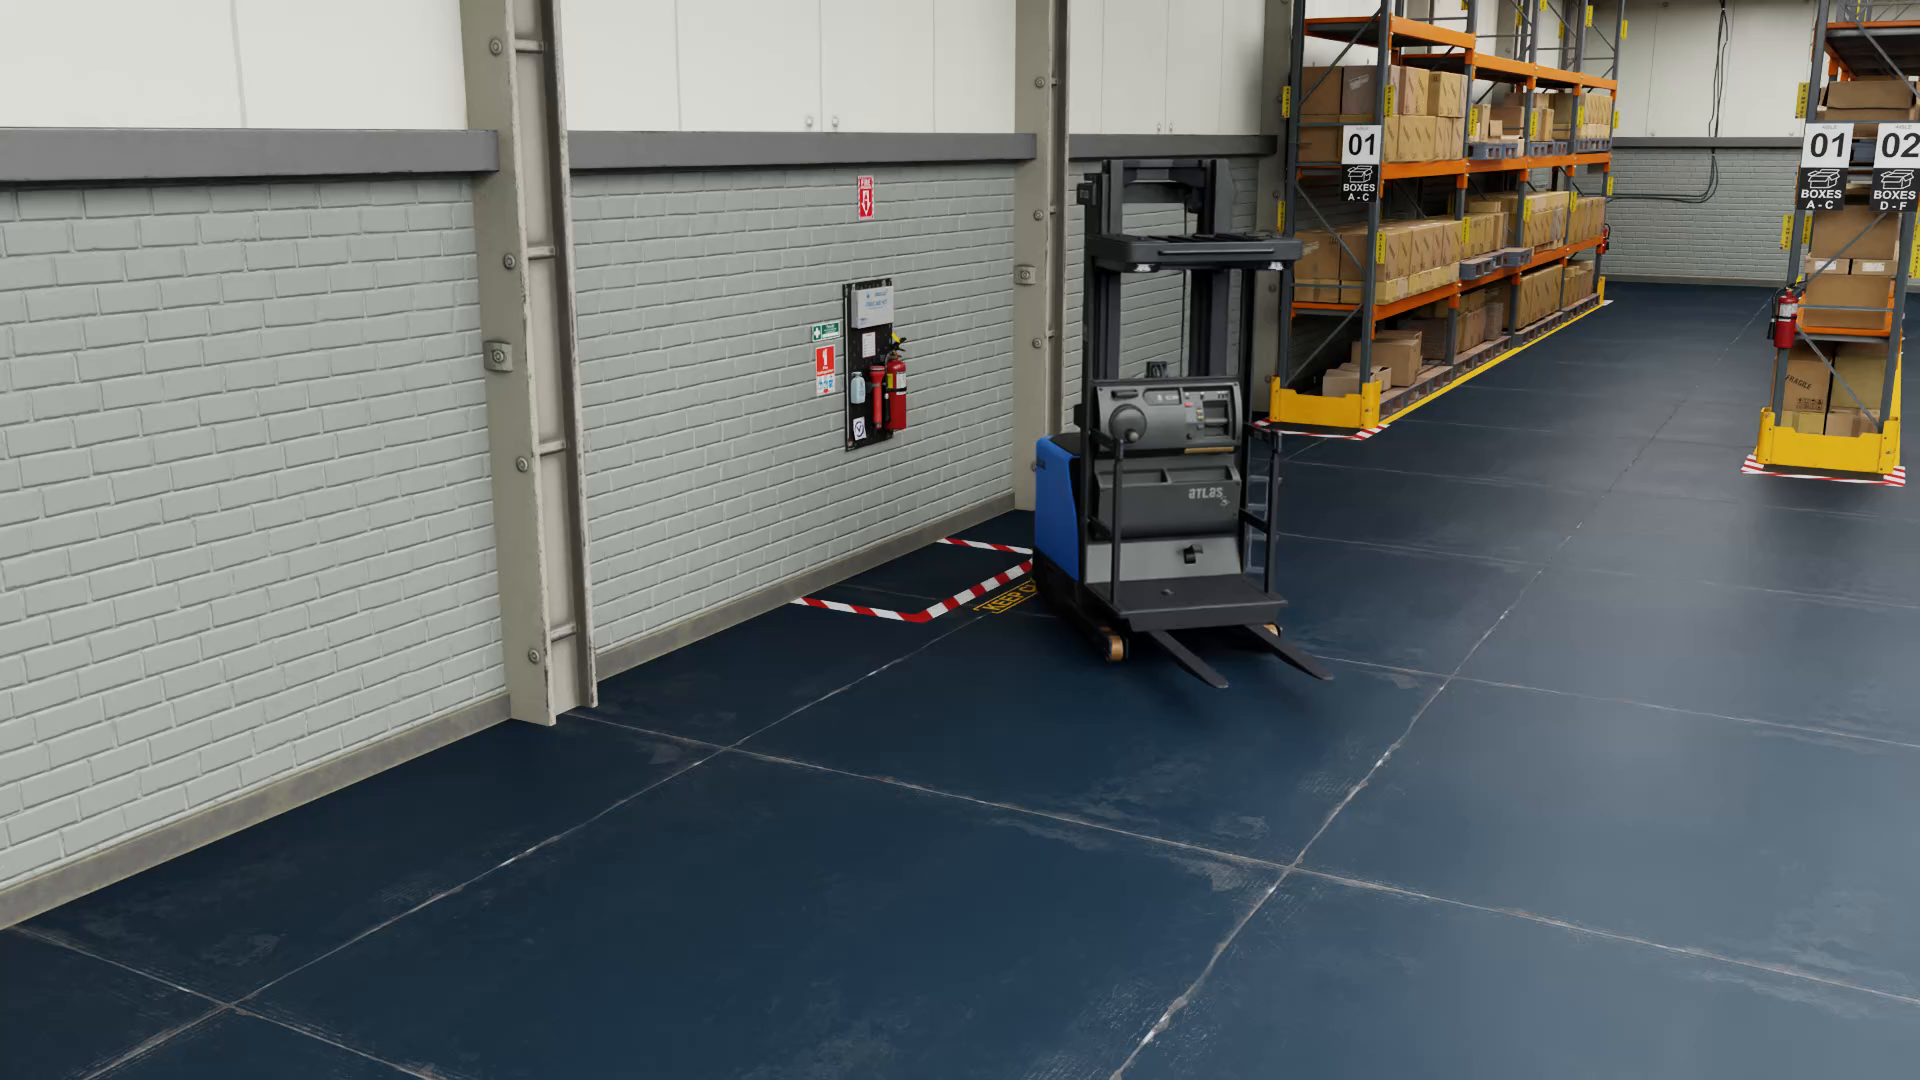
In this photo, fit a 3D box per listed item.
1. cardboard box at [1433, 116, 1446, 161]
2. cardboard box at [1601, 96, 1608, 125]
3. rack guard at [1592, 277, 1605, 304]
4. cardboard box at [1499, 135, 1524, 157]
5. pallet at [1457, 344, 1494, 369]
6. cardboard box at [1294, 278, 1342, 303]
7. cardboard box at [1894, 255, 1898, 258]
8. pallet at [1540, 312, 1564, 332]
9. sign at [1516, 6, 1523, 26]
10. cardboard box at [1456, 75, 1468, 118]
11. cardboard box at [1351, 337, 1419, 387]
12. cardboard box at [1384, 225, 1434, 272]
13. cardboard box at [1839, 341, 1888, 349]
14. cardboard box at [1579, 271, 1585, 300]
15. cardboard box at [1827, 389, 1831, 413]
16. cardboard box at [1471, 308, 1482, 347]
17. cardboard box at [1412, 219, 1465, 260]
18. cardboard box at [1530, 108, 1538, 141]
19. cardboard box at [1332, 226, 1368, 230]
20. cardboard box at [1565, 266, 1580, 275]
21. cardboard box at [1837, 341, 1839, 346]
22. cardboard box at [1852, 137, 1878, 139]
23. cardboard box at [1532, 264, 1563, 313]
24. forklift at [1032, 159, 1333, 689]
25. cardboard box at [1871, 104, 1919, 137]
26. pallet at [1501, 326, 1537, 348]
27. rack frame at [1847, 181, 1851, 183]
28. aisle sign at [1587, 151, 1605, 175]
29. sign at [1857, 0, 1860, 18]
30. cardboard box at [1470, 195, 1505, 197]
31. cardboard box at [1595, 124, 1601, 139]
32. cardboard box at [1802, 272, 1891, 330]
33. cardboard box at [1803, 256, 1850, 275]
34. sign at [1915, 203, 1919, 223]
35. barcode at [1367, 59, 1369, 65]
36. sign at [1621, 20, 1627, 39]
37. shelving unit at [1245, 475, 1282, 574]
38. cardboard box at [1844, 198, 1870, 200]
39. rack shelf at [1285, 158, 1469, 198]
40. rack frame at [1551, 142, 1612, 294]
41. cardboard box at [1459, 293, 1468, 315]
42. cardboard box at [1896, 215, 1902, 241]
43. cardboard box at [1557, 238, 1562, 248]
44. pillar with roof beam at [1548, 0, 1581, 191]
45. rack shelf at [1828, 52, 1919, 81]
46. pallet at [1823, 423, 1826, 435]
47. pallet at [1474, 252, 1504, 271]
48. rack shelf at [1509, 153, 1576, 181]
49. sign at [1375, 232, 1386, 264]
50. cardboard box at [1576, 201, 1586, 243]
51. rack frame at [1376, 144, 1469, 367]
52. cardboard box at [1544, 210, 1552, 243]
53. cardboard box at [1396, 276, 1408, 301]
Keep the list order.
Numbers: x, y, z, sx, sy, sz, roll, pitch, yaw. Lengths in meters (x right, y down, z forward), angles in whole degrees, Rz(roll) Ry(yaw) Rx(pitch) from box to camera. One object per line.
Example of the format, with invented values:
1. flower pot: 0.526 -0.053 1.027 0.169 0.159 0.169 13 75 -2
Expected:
1. cardboard box: 5.400 -4.725 19.577 0.500 0.500 0.500 7 15 26
2. cardboard box: 11.352 -7.743 29.959 0.500 0.500 0.500 8 16 30
3. rack guard: 11.730 -4.812 31.927 1.175 0.500 0.348 7 15 28
4. cardboard box: 7.740 -5.627 23.723 0.500 0.311 0.500 7 15 28
5. pallet: 6.881 -2.616 23.434 1.003 0.211 1.213 7 15 28
6. cardboard box: 4.040 -2.794 18.502 0.500 0.250 0.500 8 16 29
7. cardboard box: 8.947 -2.705 16.256 0.380 0.149 0.250 7 15 28
8. pallet: 9.478 -3.679 27.845 1.003 0.211 1.213 7 15 28
9. sign: 9.311 -8.717 27.661 0.100 0.325 0.005 7 15 28
10. cardboard box: 5.913 -5.430 20.365 0.500 0.500 0.500 6 15 23
11. cardboard box: 5.071 -2.132 19.872 0.700 0.500 0.500 6 15 25
12. cardboard box: 5.220 -3.418 19.488 0.500 0.500 0.500 8 16 30
13. cardboard box: 9.504 -1.804 17.485 0.500 0.500 0.500 7 15 28
14. cardboard box: 10.983 -4.651 30.361 0.700 0.500 0.500 7 15 26
15. cardboard box: 9.037 -1.499 17.824 0.500 0.250 0.500 7 15 28
16. cardboard box: 6.983 -3.029 23.590 0.700 0.500 0.500 7 15 28
17. cardboard box: 6.194 -3.924 21.756 0.700 0.500 0.500 7 15 28
18. cardboard box: 8.525 -6.435 25.771 0.700 0.500 0.500 8 16 31
19. cardboard box: 4.524 -3.371 19.292 0.500 0.500 0.500 7 15 27
20. cardboard box: 10.814 -4.805 29.616 0.380 0.149 0.250 7 15 26
21. cardboard box: 9.523 -2.069 18.586 0.500 0.500 0.500 7 15 28
22. cardboard box: 10.562 -4.715 19.214 0.500 0.250 0.500 9 16 34
23. cardboard box: 9.585 -4.213 27.799 0.750 0.750 0.750 8 15 29
24. forklift: 1.343 -0.787 10.045 1.130 2.935 3.031 -3 14 -13
25. cardboard box: 9.364 -4.268 16.529 0.500 0.500 0.500 7 15 28
26. pallet: 8.298 -3.179 25.768 1.003 0.211 1.213 7 15 28
27. rack frame: 16.057 -5.462 29.289 1.000 3.000 0.127 7 15 28
28. aisle sign: 12.016 -7.267 31.230 0.394 0.787 0.004 7 15 28
29. sign: 13.657 -8.116 25.334 0.100 0.325 0.005 7 15 28
30. cardboard box: 8.097 -5.177 25.616 0.500 0.250 0.500 7 15 26
31. cardboard box: 11.099 -7.266 29.583 0.500 0.250 0.500 7 15 26
32. cardboard box: 8.559 -2.322 16.053 0.700 0.500 0.500 7 15 28
33. cardboard box: 8.340 -2.643 16.000 0.380 0.149 0.250 7 15 27
34. sign: 12.677 -4.321 22.087 0.100 0.325 0.005 7 15 28
35. barcode: 4.869 -5.706 19.847 0.001 0.075 0.075 7 15 28
36. sign: 12.187 -9.367 30.525 0.100 0.325 0.005 7 15 28
37. shelving unit: 1.586 -0.173 12.443 1.500 0.587 1.083 4 14 16
38. cardboard box: 9.319 -3.279 17.251 0.700 0.500 0.500 7 15 28
39. rack shelf: 4.951 -4.259 19.433 1.077 0.370 4.000 7 15 28
40. rack frame: 11.719 -6.022 31.614 1.000 3.000 0.127 7 15 28
41. cardboard box: 6.717 -3.275 23.011 0.500 0.250 0.500 7 15 26
42. cardboard box: 13.005 -4.381 23.698 0.700 0.500 0.500 11 17 38
43. cardboard box: 9.768 -4.933 27.591 0.380 0.149 0.250 8 16 29
44. pillar with roof beam: 16.035 -9.103 31.592 9.100 9.000 0.400 7 15 28
45. rack shelf: 11.223 -5.783 20.207 1.077 0.370 4.000 7 15 28
46. pallet: 8.655 -0.985 16.670 1.003 0.211 1.213 7 15 28
47. pallet: 6.930 -3.877 23.125 1.003 0.211 1.213 7 15 28
48. rack shelf: 8.818 -5.900 26.241 1.077 0.370 4.000 7 15 28
49. sign: 4.459 -3.099 17.642 0.100 0.325 0.005 7 15 28
50. cardboard box: 10.419 -5.606 29.247 0.980 0.700 0.700 7 15 27
51. rack frame: 5.918 -3.560 21.402 1.000 3.000 0.127 7 15 28
52. cardboard box: 9.057 -4.971 26.360 0.500 0.500 0.500 8 16 30
53. cardboard box: 4.736 -2.849 18.728 0.500 0.250 0.500 7 15 26
